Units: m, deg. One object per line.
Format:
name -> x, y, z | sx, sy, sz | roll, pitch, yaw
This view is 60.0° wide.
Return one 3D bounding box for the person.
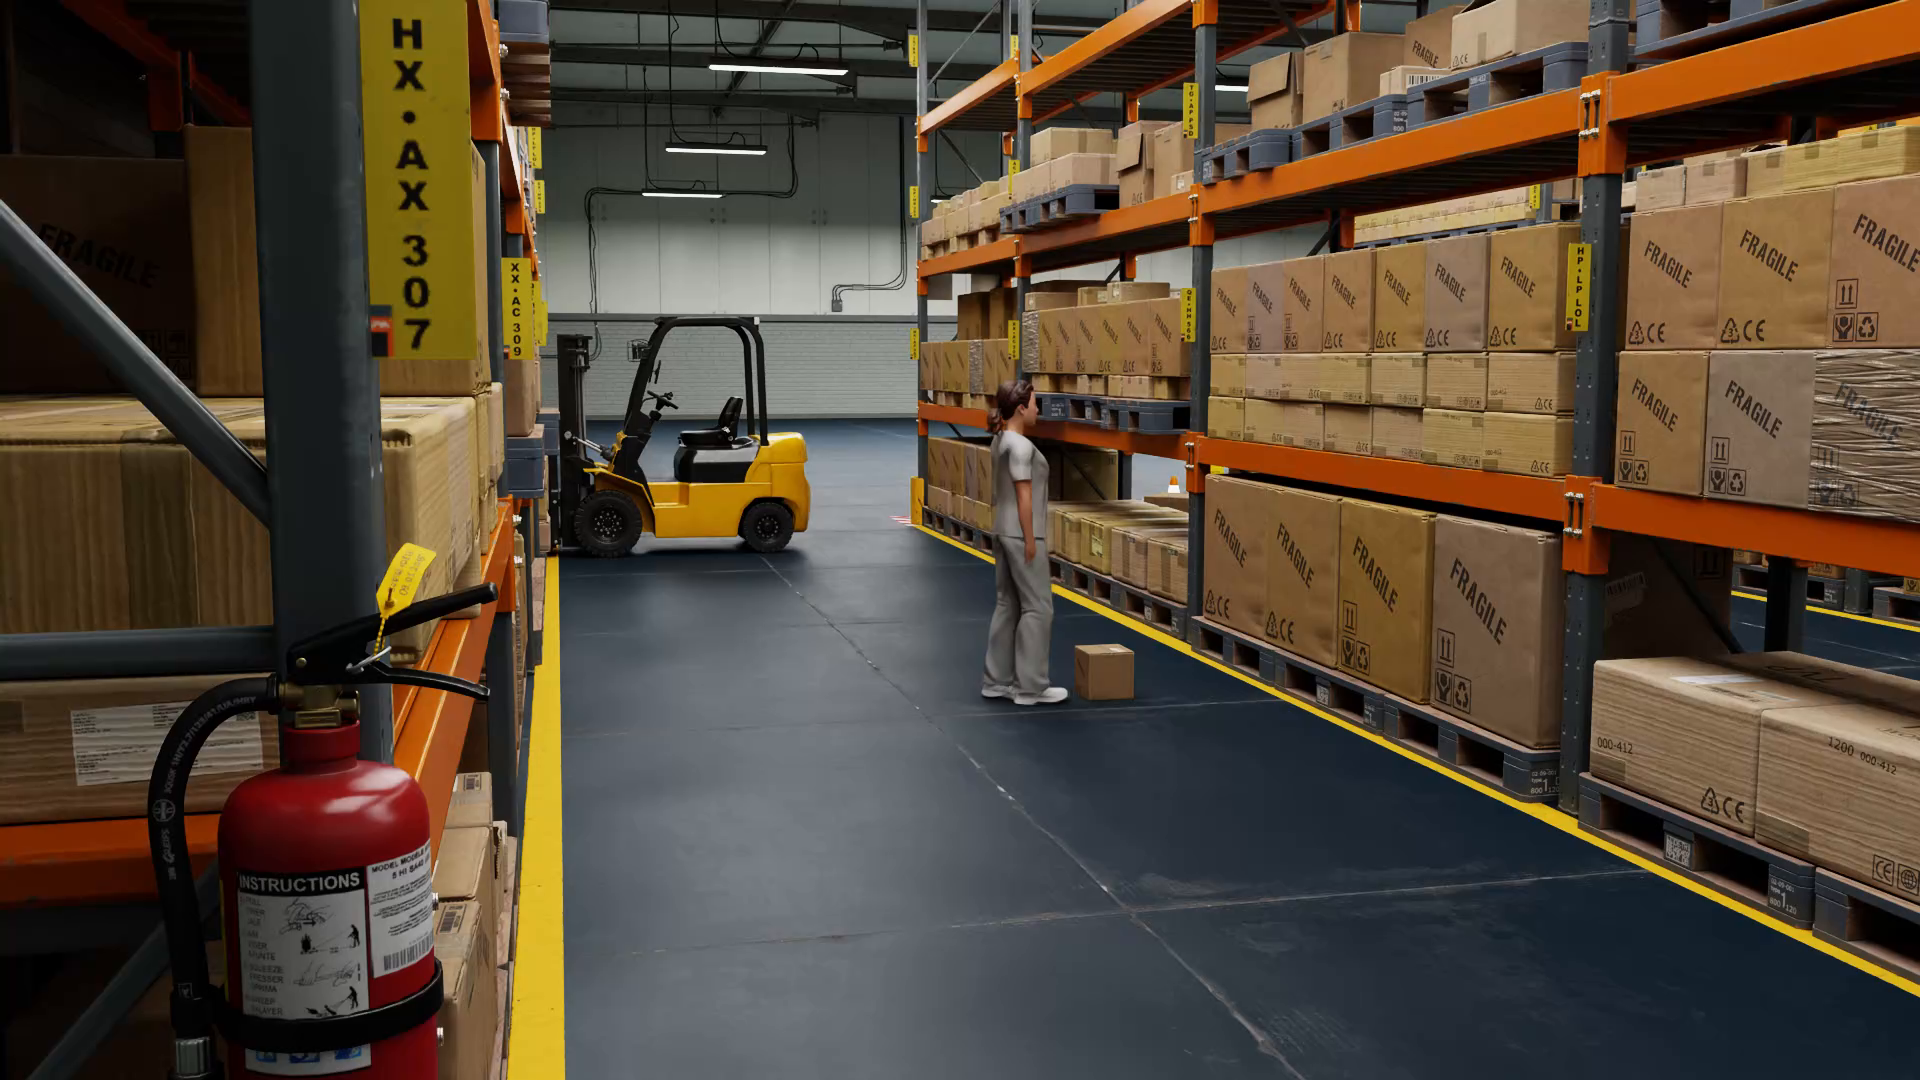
person -> 0.333, 0.010, 8.618 | 0.432, 1.676, 0.436 | -1, 6, -13
